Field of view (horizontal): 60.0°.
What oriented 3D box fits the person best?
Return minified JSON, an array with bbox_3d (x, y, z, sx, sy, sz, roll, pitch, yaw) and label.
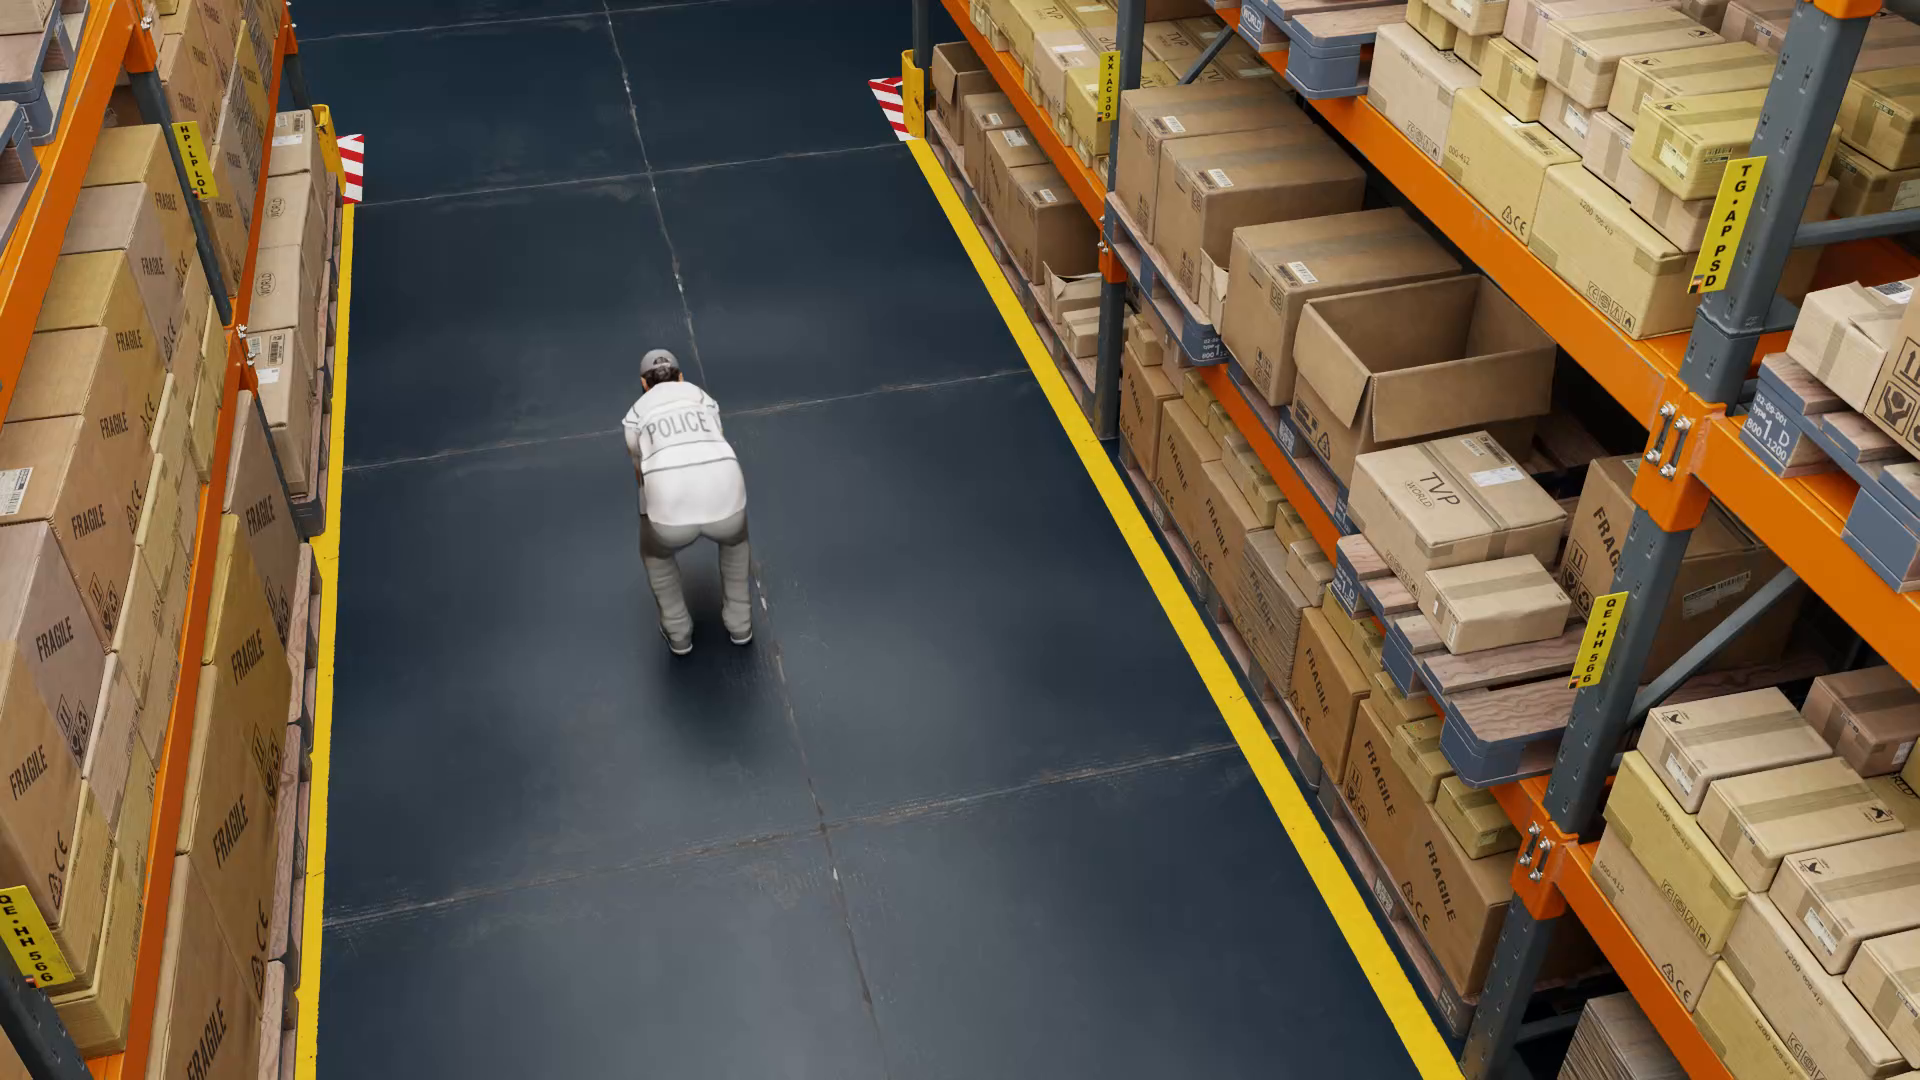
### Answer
[{"bbox_3d":[-1.192,-0.147,7.295,0.488,1.175,0.917,-11,40,-14],"label":"person"}]
